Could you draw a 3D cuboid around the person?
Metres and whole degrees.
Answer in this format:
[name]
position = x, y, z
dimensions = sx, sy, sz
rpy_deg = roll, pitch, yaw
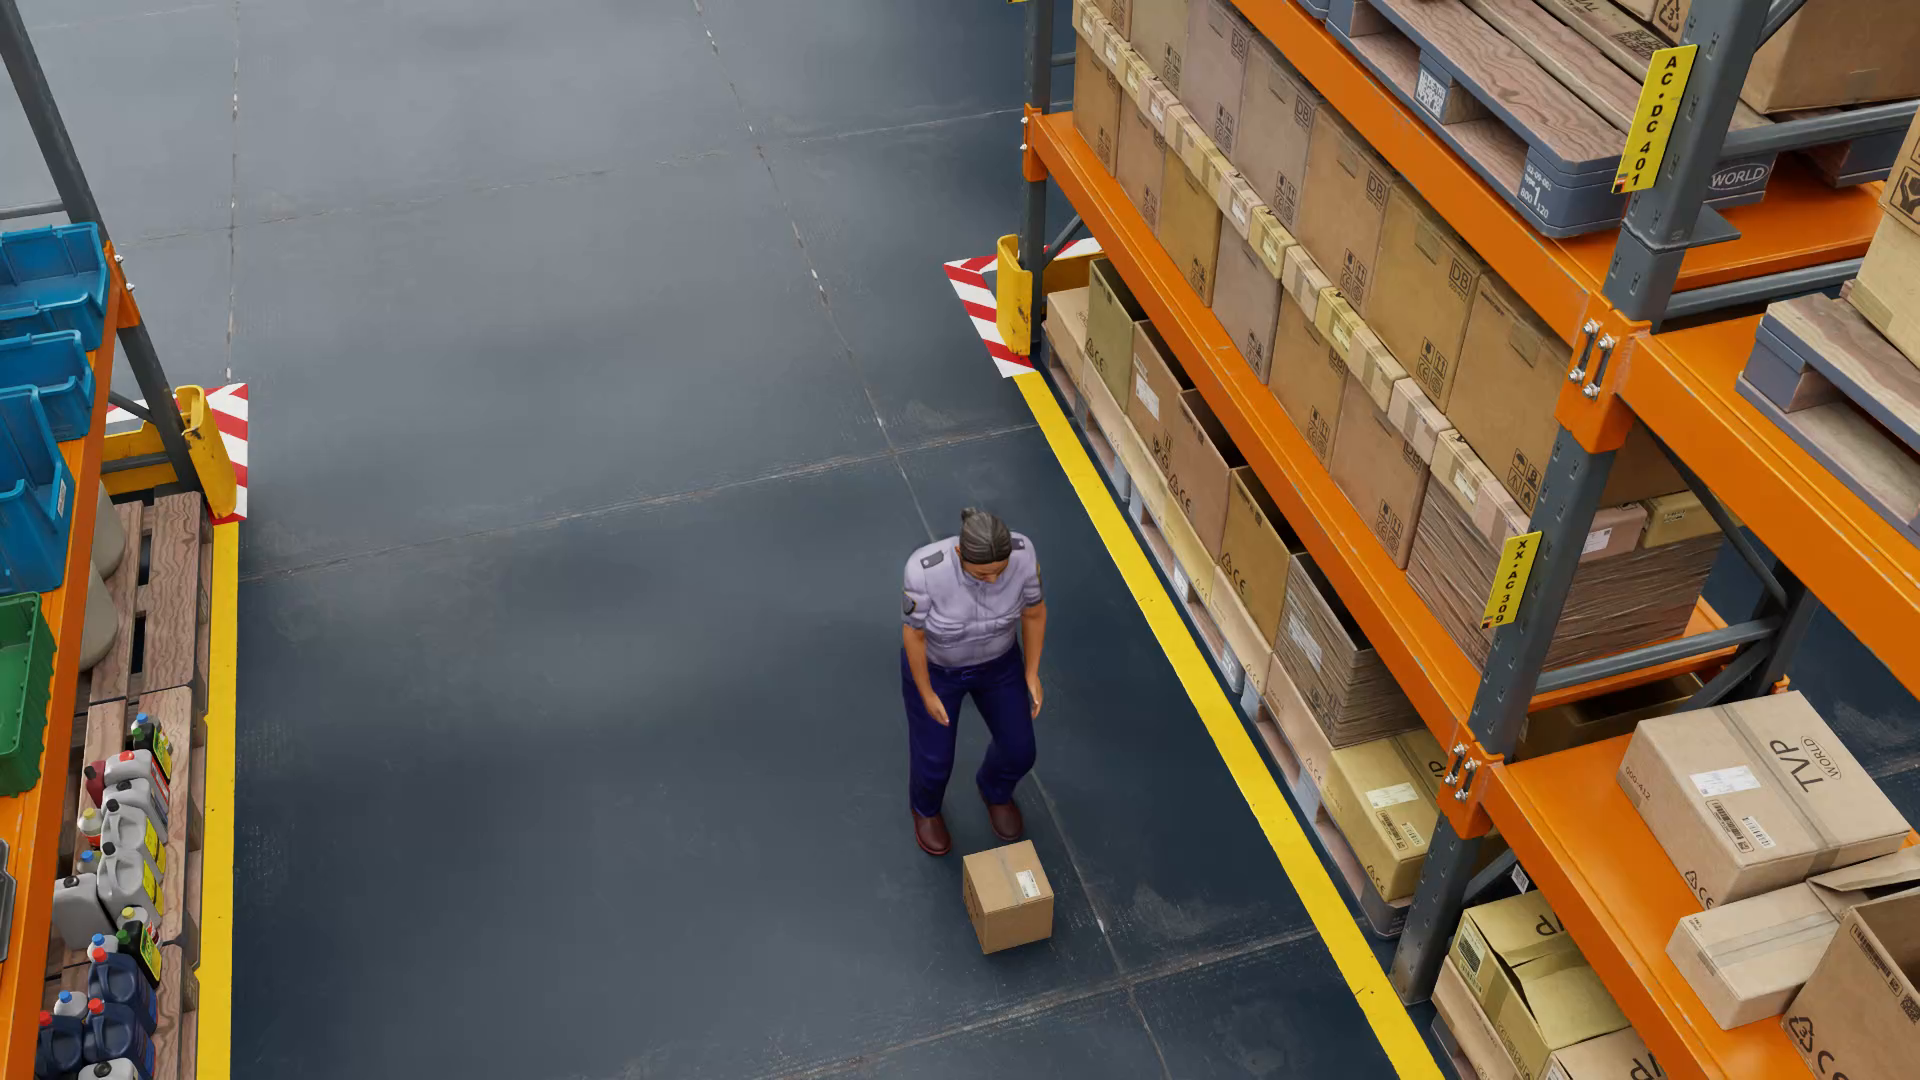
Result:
[person]
position = 0.064, 0.886, 5.911
dimensions = 0.494, 0.726, 0.884
rpy_deg = -13, 44, -14
